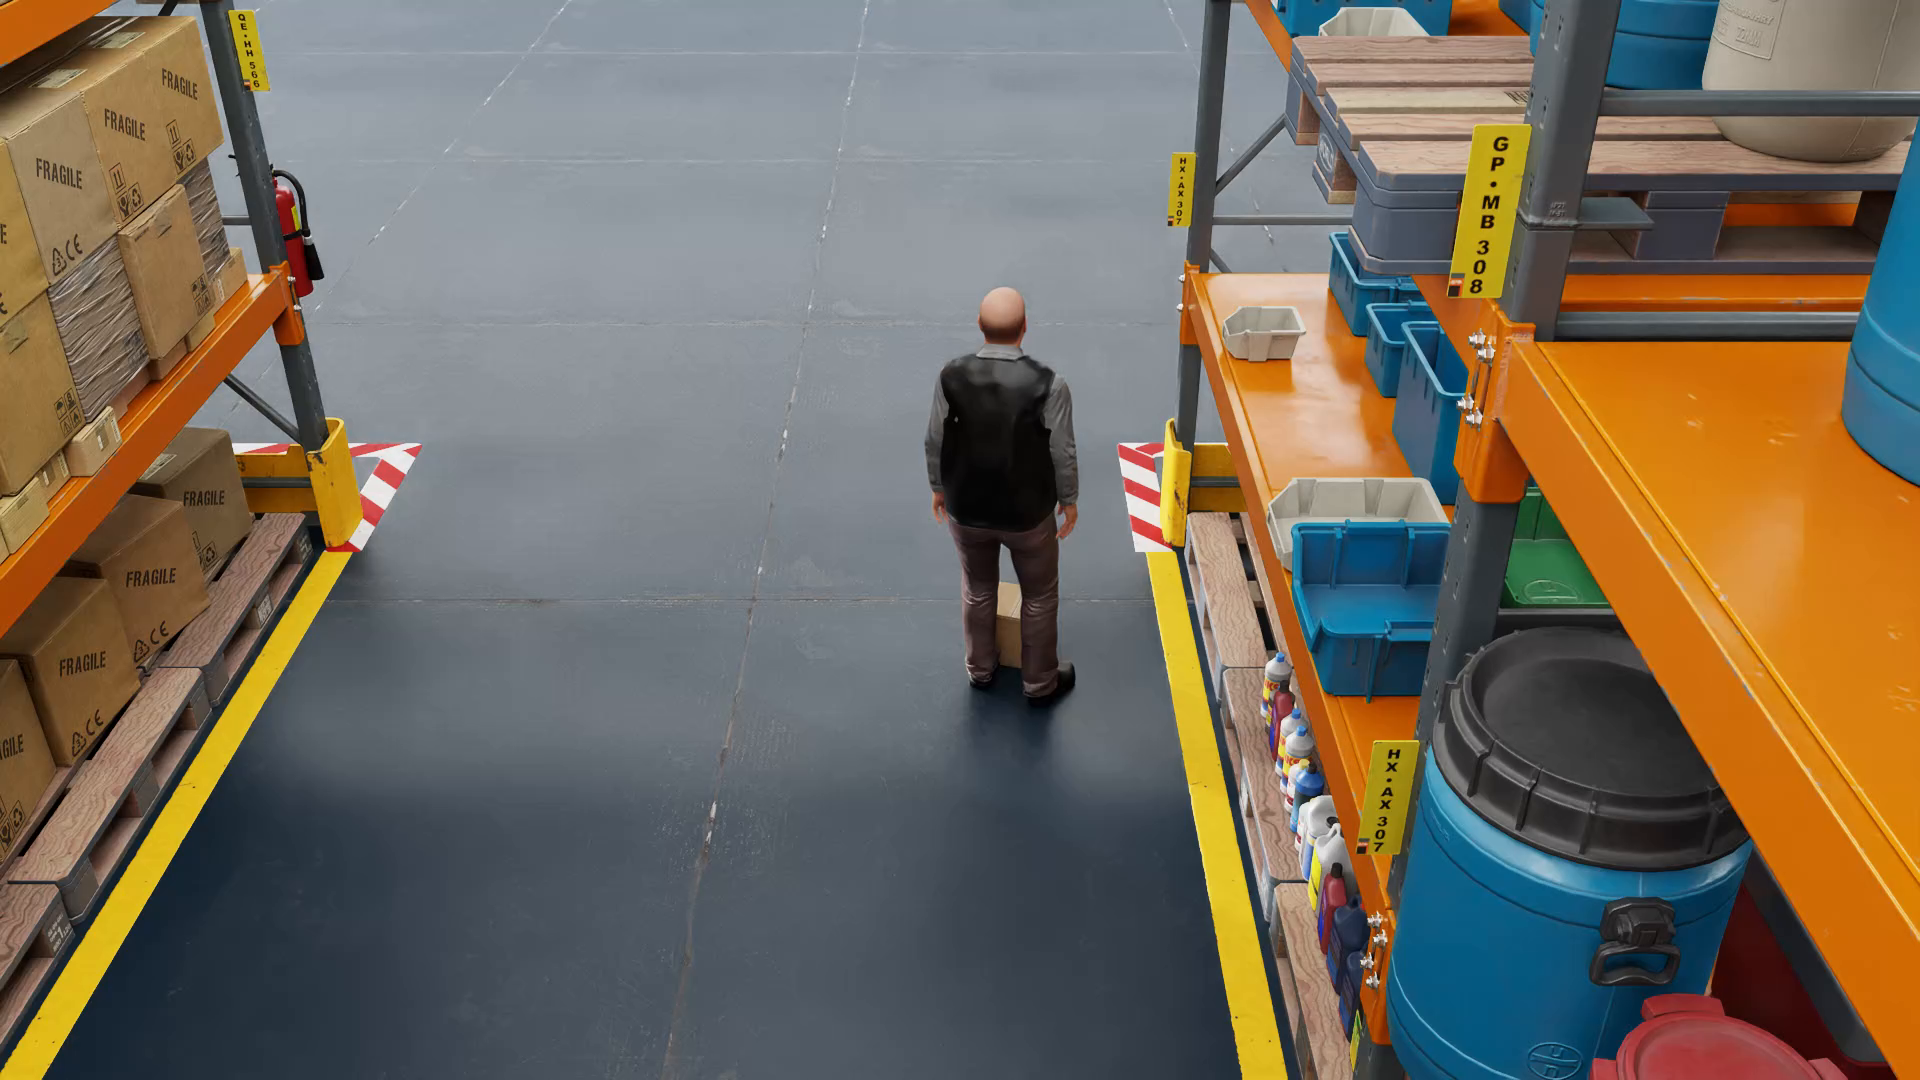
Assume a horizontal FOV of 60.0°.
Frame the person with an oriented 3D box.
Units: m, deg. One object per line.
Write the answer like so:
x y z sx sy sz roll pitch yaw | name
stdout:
0.166 -0.141 6.389 0.594 1.721 0.470 8 32 13 | person
